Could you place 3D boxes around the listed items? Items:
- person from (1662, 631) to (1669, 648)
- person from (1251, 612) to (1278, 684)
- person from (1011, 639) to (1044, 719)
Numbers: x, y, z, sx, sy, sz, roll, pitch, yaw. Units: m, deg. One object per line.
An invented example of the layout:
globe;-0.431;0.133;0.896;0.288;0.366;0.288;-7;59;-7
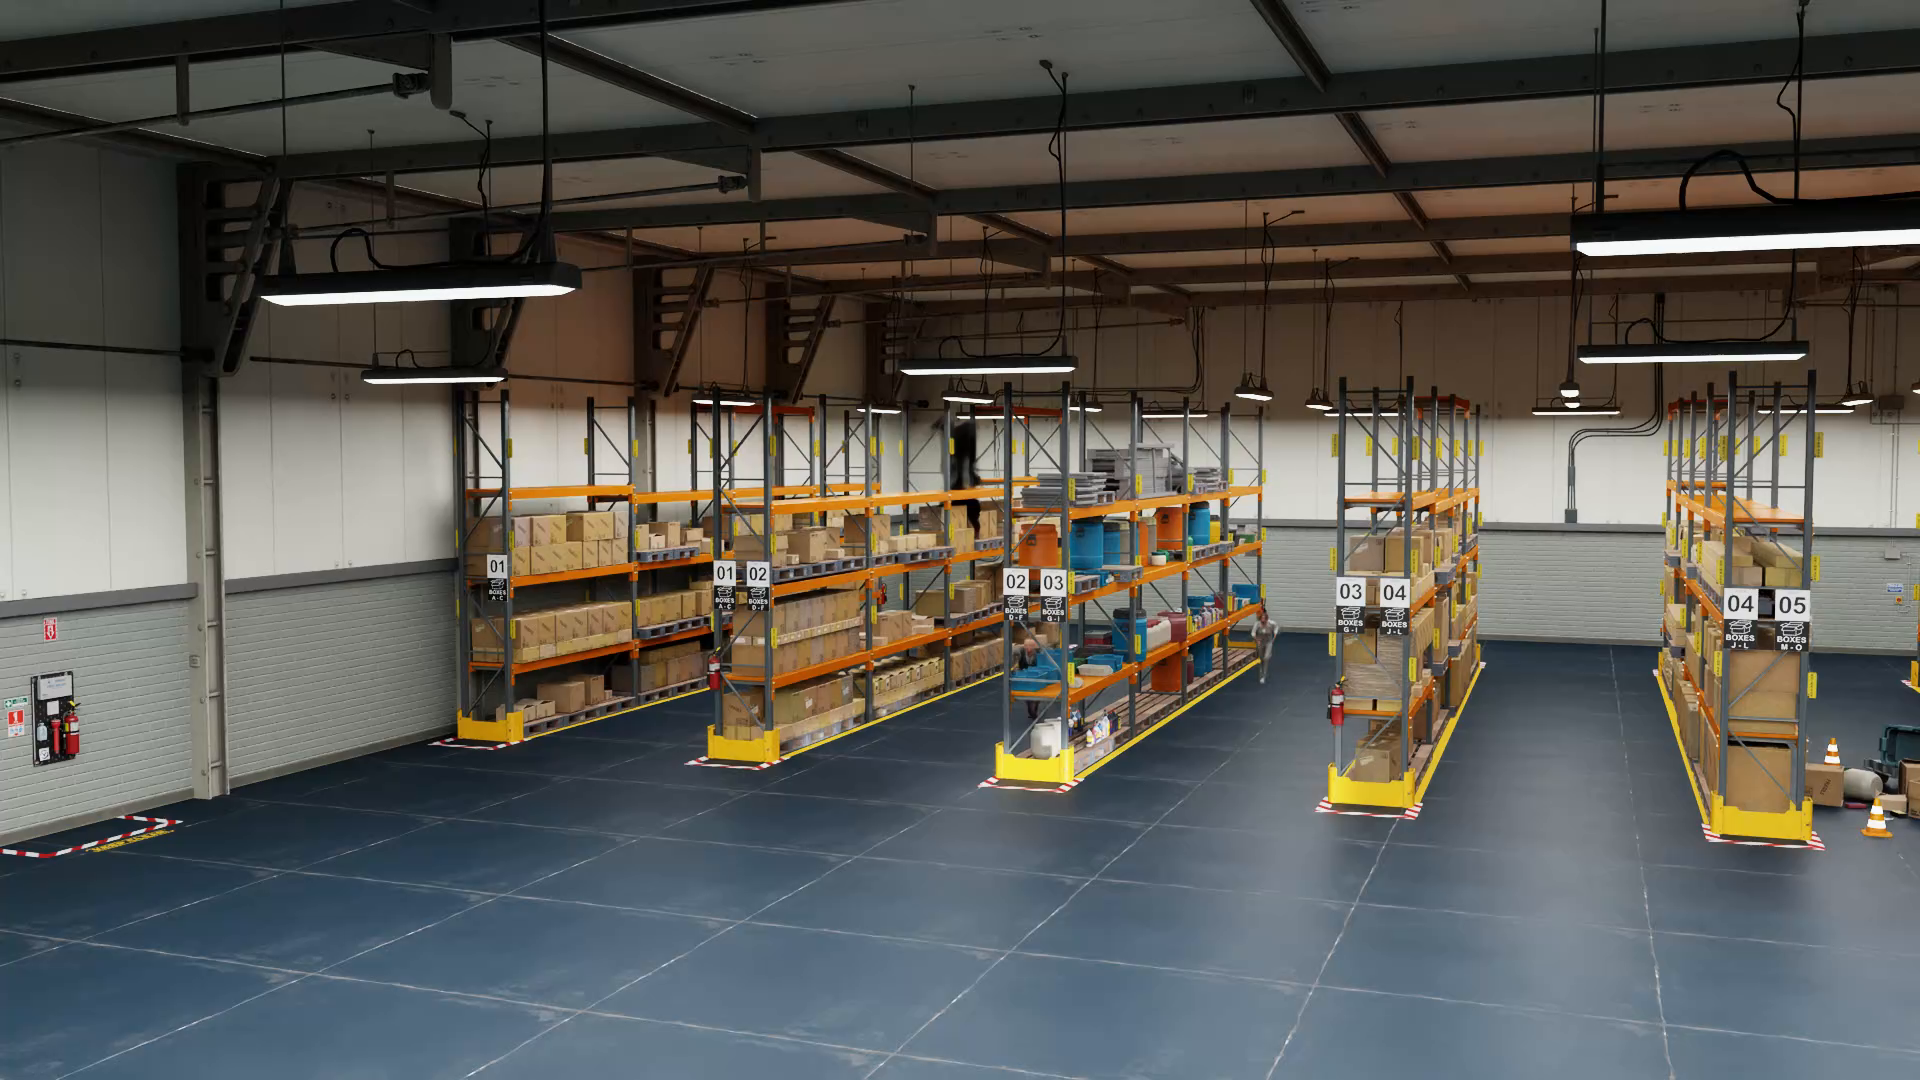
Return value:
person;16.162;2.075;37.535;0.582;1.716;0.714;1;3;22
person;6.540;2.293;35.732;0.573;1.546;0.917;0;3;8
person;1.249;2.550;30.487;0.685;1.548;0.859;0;3;9
